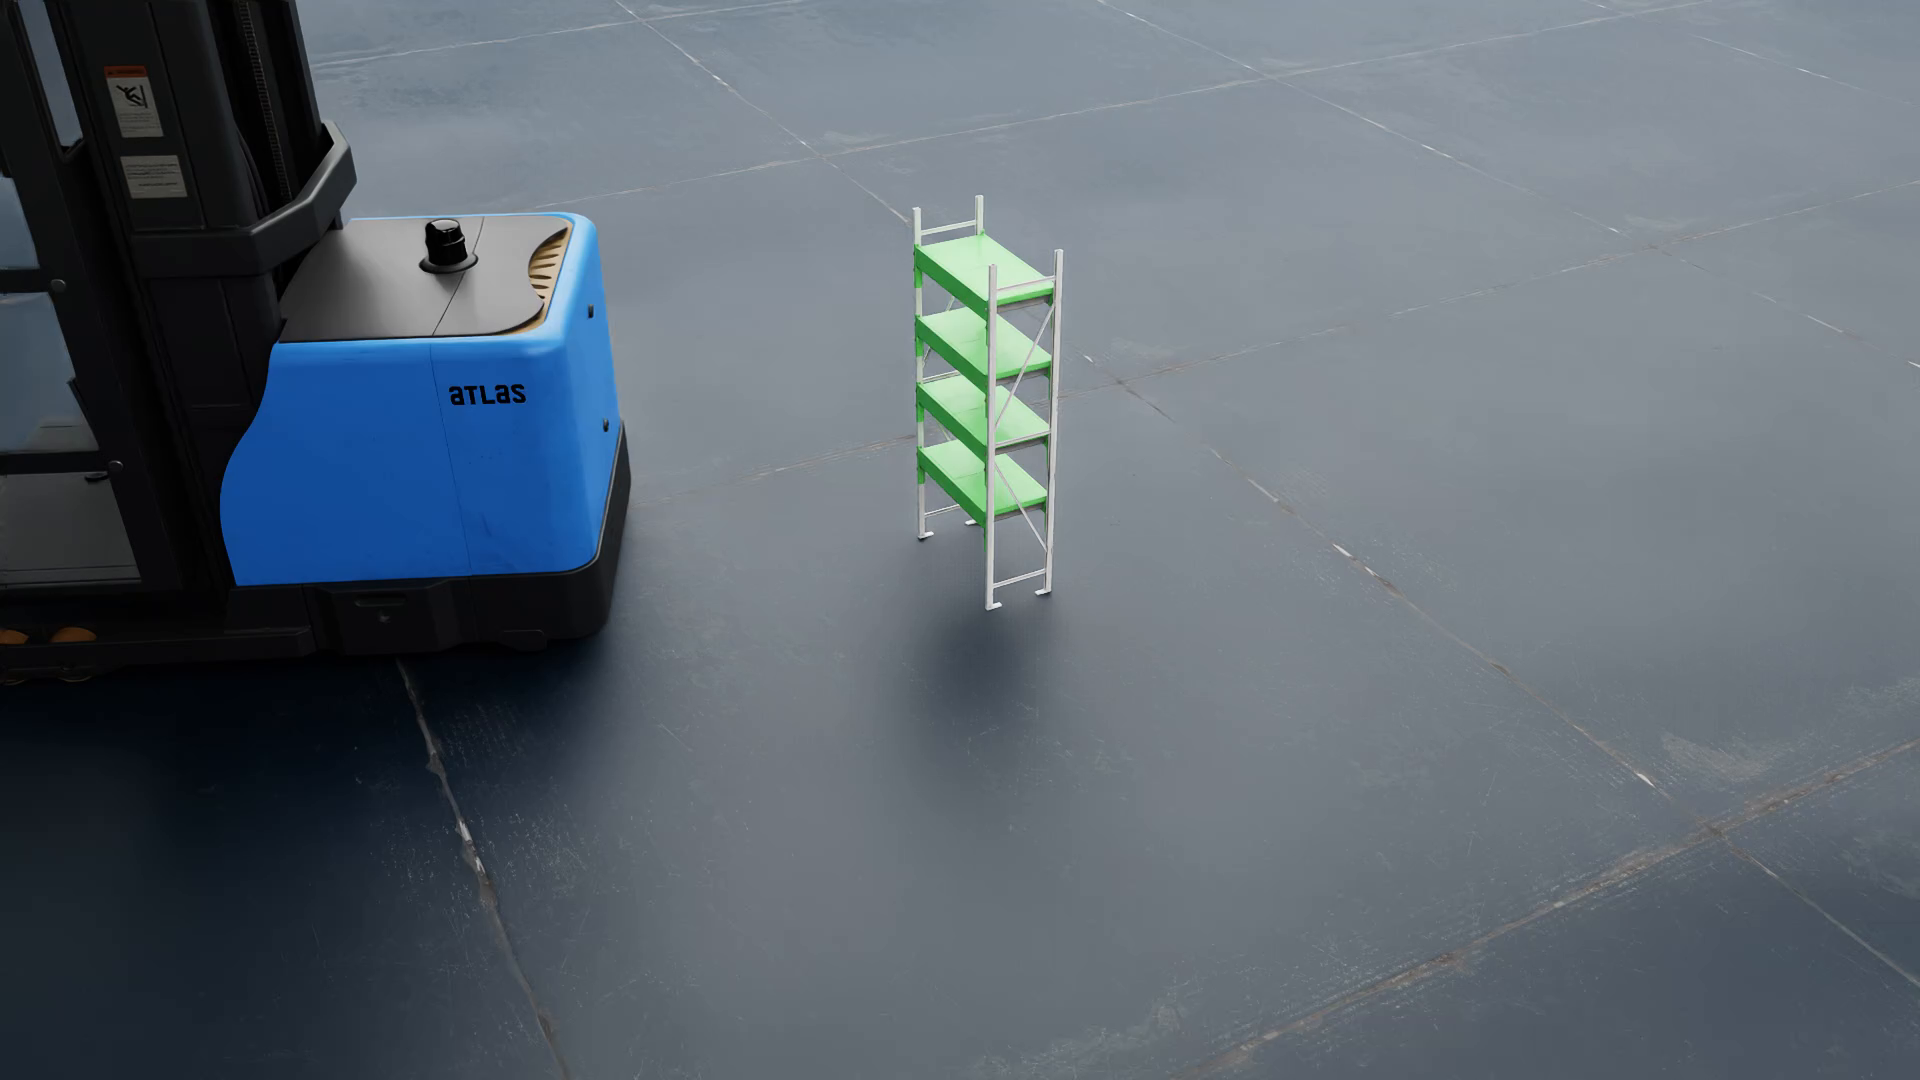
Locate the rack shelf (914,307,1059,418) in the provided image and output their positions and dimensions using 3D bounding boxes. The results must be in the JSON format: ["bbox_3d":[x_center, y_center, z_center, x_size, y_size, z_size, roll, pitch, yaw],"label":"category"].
[{"bbox_3d":[0.077,-0.575,5.208,0.258,0.148,0.480,-16,36,-23],"label":"rack shelf"}]

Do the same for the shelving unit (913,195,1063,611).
[{"bbox_3d":[0.077,-0.426,5.303,0.258,1.200,0.503,-16,36,-23],"label":"shelving unit"}]

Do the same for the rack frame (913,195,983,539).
[{"bbox_3d":[-0.037,-0.543,5.485,0.240,1.200,0.015,-16,36,-23],"label":"rack frame"}]

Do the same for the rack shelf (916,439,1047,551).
[{"bbox_3d":[0.077,-0.170,5.467,0.258,0.148,0.480,-16,36,-23],"label":"rack shelf"}]

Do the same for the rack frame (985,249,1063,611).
[{"bbox_3d":[0.191,-0.310,5.121,0.240,1.200,0.015,-16,36,-23],"label":"rack frame"}]

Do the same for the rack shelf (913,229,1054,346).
[{"bbox_3d":[0.077,-0.777,5.079,0.258,0.148,0.480,-16,36,-23],"label":"rack shelf"}]

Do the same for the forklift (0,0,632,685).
[{"bbox_3d":[-2.650,-1.090,4.735,3.031,2.935,1.130,-2,33,-4],"label":"forklift"}]

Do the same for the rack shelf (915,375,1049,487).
[{"bbox_3d":[0.077,-0.372,5.337,0.258,0.148,0.480,-16,36,-23],"label":"rack shelf"}]
